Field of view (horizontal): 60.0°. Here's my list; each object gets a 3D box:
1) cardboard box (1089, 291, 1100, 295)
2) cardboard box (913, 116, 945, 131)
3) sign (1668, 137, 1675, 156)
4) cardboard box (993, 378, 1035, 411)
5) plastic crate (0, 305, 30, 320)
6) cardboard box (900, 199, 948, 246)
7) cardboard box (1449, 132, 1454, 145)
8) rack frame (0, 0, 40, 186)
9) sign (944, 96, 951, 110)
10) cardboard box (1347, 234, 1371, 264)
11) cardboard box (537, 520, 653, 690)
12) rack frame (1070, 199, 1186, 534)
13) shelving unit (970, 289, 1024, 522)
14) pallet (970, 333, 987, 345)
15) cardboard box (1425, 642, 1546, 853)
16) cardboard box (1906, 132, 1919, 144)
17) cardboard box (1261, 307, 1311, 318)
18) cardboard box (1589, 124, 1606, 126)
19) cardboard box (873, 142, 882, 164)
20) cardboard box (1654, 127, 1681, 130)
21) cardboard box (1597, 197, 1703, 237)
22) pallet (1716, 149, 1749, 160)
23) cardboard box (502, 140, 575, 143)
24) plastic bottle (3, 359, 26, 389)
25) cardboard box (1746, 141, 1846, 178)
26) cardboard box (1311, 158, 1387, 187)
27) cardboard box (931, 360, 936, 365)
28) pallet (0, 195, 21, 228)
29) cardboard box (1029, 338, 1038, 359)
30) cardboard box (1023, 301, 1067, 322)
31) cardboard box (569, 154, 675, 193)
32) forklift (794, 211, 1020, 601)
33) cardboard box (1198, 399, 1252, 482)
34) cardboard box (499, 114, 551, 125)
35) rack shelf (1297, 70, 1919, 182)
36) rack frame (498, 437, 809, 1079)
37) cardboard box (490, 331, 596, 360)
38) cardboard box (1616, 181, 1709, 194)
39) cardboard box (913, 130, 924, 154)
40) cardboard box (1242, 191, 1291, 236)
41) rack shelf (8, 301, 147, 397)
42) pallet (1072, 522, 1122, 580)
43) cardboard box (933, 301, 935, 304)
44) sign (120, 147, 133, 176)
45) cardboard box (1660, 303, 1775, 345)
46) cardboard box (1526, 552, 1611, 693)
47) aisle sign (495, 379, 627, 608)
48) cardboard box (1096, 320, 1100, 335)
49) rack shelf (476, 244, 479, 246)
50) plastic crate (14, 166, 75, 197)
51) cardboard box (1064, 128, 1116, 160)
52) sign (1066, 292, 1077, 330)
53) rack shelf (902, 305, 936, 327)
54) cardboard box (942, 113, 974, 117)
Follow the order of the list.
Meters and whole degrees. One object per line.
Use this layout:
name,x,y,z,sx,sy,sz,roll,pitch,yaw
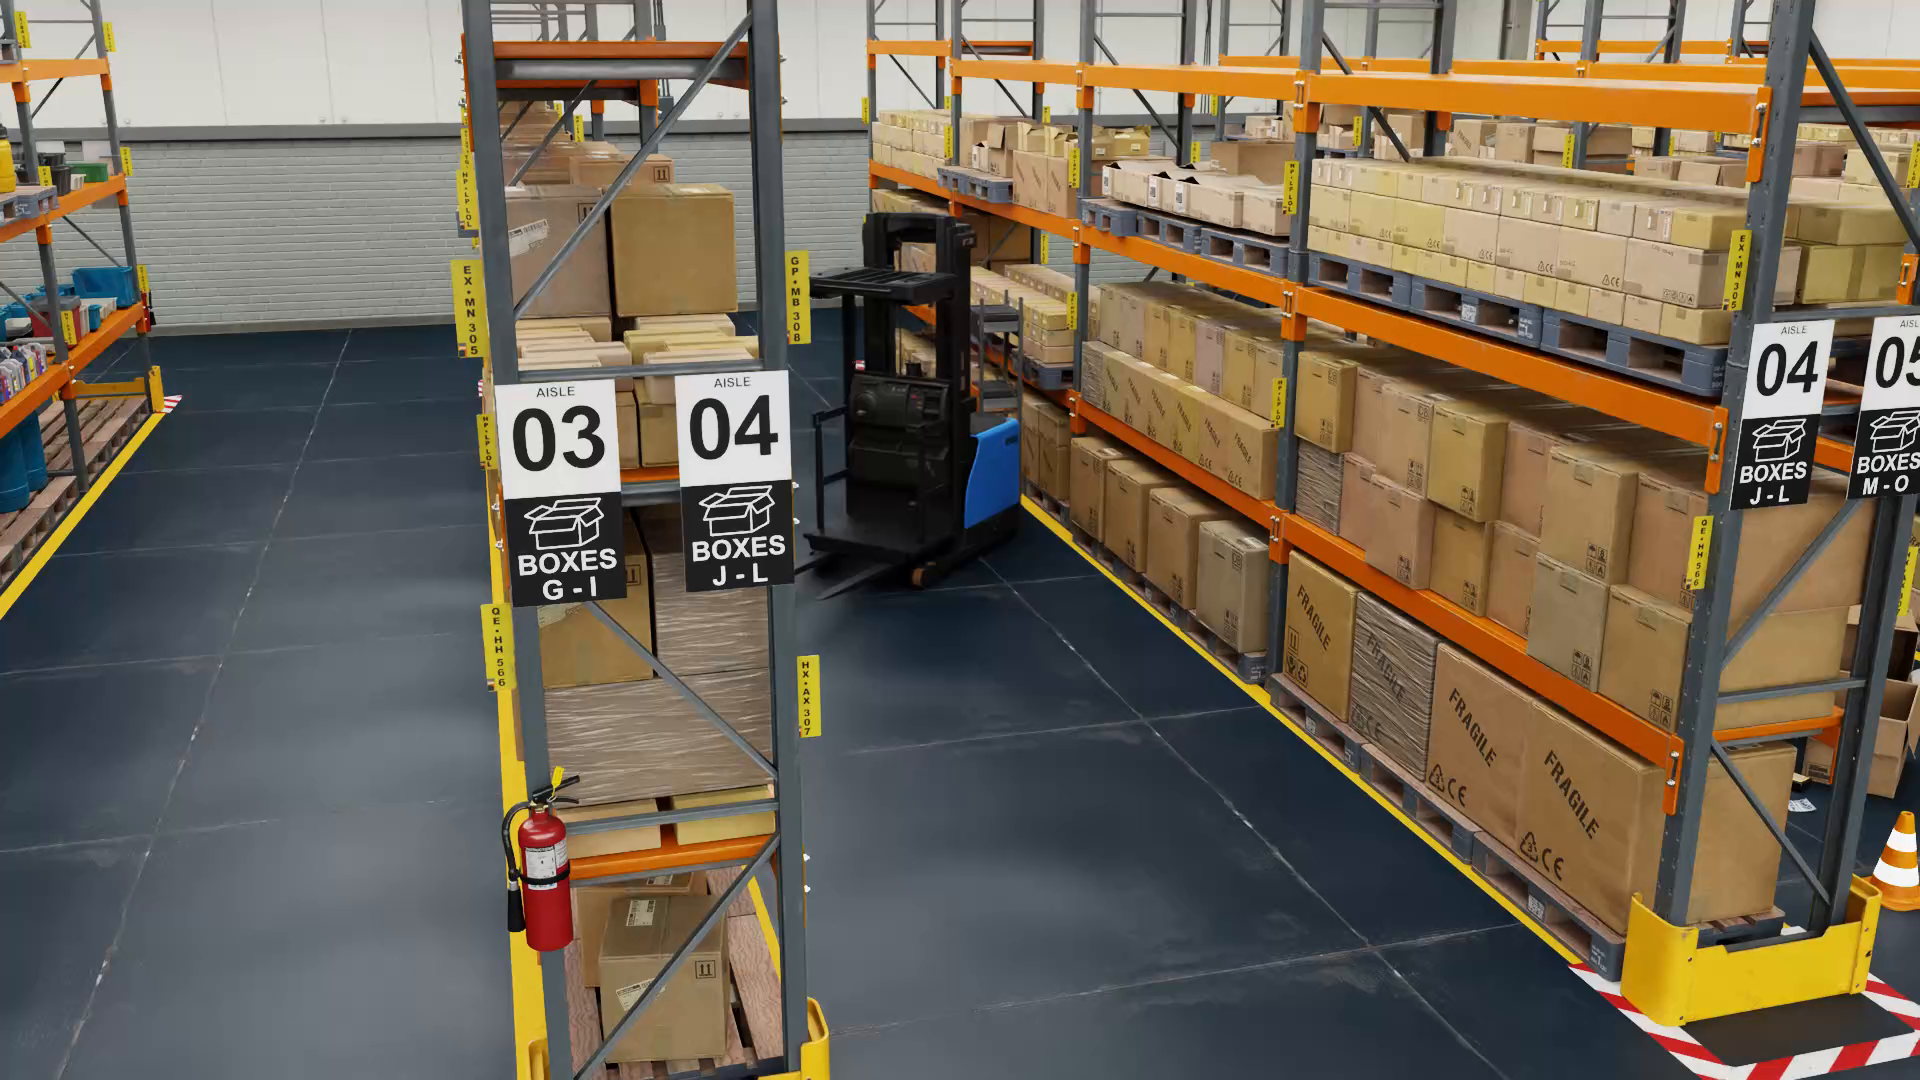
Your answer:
cardboard box,1.271,-2.328,16.160,0.380,0.149,0.250,-4,17,-13
cardboard box,-0.329,-4.851,19.371,0.380,0.149,0.250,-5,17,-16
sign,6.753,-3.674,15.858,0.100,0.325,0.005,-5,17,-15
cardboard box,0.634,-1.484,16.991,0.500,0.250,0.500,-4,17,-13
plastic crate,-10.062,-2.393,17.890,0.416,0.233,0.300,-5,17,-15
cardboard box,-0.421,-3.840,20.093,0.500,0.500,0.500,-5,18,-17
cardboard box,5.576,-4.422,18.670,0.500,0.311,0.500,-5,17,-15
rack frame,-9.159,-4.752,15.131,1.000,3.000,0.127,-5,17,-15
sign,-0.160,-5.640,21.762,0.100,0.325,0.005,-5,17,-15
cardboard box,2.512,-1.719,9.780,0.380,0.149,0.250,-5,17,-15
cardboard box,-1.487,0.247,6.488,0.500,0.500,0.500,-5,17,-15
rack frame,1.500,-1.529,14.827,1.000,3.000,0.127,-5,17,-15
shelving unit,0.311,-1.227,15.388,0.431,2.100,0.503,-4,17,-13
pallet,0.470,-2.320,17.796,1.003,0.211,1.213,-5,17,-15
cardboard box,3.204,1.075,9.122,0.875,0.875,0.875,-5,17,-16
cardboard box,10.502,-4.336,18.008,0.380,0.149,0.250,-5,17,-16
cardboard box,4.310,-2.960,23.316,0.875,0.438,0.875,-5,18,-17
cardboard box,8.951,-5.636,23.029,0.500,0.250,0.500,-5,17,-17
cardboard box,-0.821,-4.962,21.303,0.500,0.250,0.500,-4,17,-13
cardboard box,9.385,-5.455,21.557,0.500,0.250,0.500,-5,17,-16
cardboard box,3.142,-1.469,7.562,0.380,0.149,0.250,-4,17,-14
pallet,10.015,-4.608,20.192,1.213,0.211,1.003,-5,17,-15
cardboard box,-3.534,-3.015,13.650,0.797,0.503,0.637,-4,17,-12
plastic bottle,-8.501,-1.496,14.933,0.152,0.276,0.135,-5,17,-15
cardboard box,6.747,-3.077,13.431,0.500,0.250,0.500,-4,17,-14
cardboard box,2.372,-2.242,10.134,0.380,0.149,0.250,-5,17,-15
cardboard box,-0.128,-2.047,19.745,0.380,0.149,0.250,-4,17,-13
pallet,-8.535,-2.703,13.850,1.003,0.211,1.213,-5,17,-15
cardboard box,0.855,-1.778,15.365,0.380,0.149,0.250,-5,17,-15
cardboard box,0.785,-2.136,15.520,0.380,0.149,0.250,-4,17,-14
cardboard box,-1.829,-1.820,9.023,0.500,0.500,0.500,-5,17,-17
forklift,-0.616,-1.160,13.719,1.130,2.935,3.031,9,19,28
cardboard box,2.060,-0.733,12.004,0.500,0.500,0.500,-5,17,-16
cardboard box,-4.669,-4.216,17.482,0.700,0.500,0.500,-6,18,-19
rack shelf,3.148,-2.206,8.599,1.077,0.370,4.000,-5,17,-15
rack frame,-1.099,1.049,6.247,1.000,3.000,0.127,-5,17,-15
cardboard box,-1.614,-0.708,6.447,0.380,0.149,0.250,-5,18,-18
cardboard box,3.564,-1.732,8.437,0.380,0.149,0.250,-5,17,-16
cardboard box,-0.251,-4.635,19.347,0.500,0.250,0.500,-4,17,-13
cardboard box,2.251,-2.219,11.267,0.500,0.250,0.500,-5,17,-15
rack shelf,-9.708,-2.088,17.939,1.077,0.370,4.000,-5,17,-15
pallet,1.644,0.031,14.482,1.003,0.211,1.213,-5,17,-15
cardboard box,-0.095,-2.716,19.218,0.380,0.149,0.250,-4,17,-13
sign,-9.734,-4.420,19.421,0.100,0.325,0.005,-5,17,-15
cardboard box,3.281,-0.946,7.207,0.380,0.149,0.250,-5,17,-15
cardboard box,3.380,0.363,8.269,0.875,0.550,0.550,-5,17,-15
aisle sign,-1.370,-0.156,5.737,0.394,0.787,0.004,-5,17,-15
cardboard box,1.483,-1.976,15.507,0.380,0.149,0.250,-4,17,-13
rack shelf,-3.847,-2.810,15.128,1.077,0.370,4.000,-5,17,-15
plastic crate,-9.237,-3.618,16.797,0.497,0.269,0.590,-5,17,-15
cardboard box,1.139,-3.471,14.575,0.396,0.266,0.258,-5,17,-15
sign,0.980,-2.000,14.520,0.100,0.325,0.005,-5,17,-15
rack shelf,-0.149,-2.844,20.455,1.077,0.370,4.000,-5,17,-15
cardboard box,-0.004,-5.111,20.238,0.380,0.149,0.250,-4,17,-14
